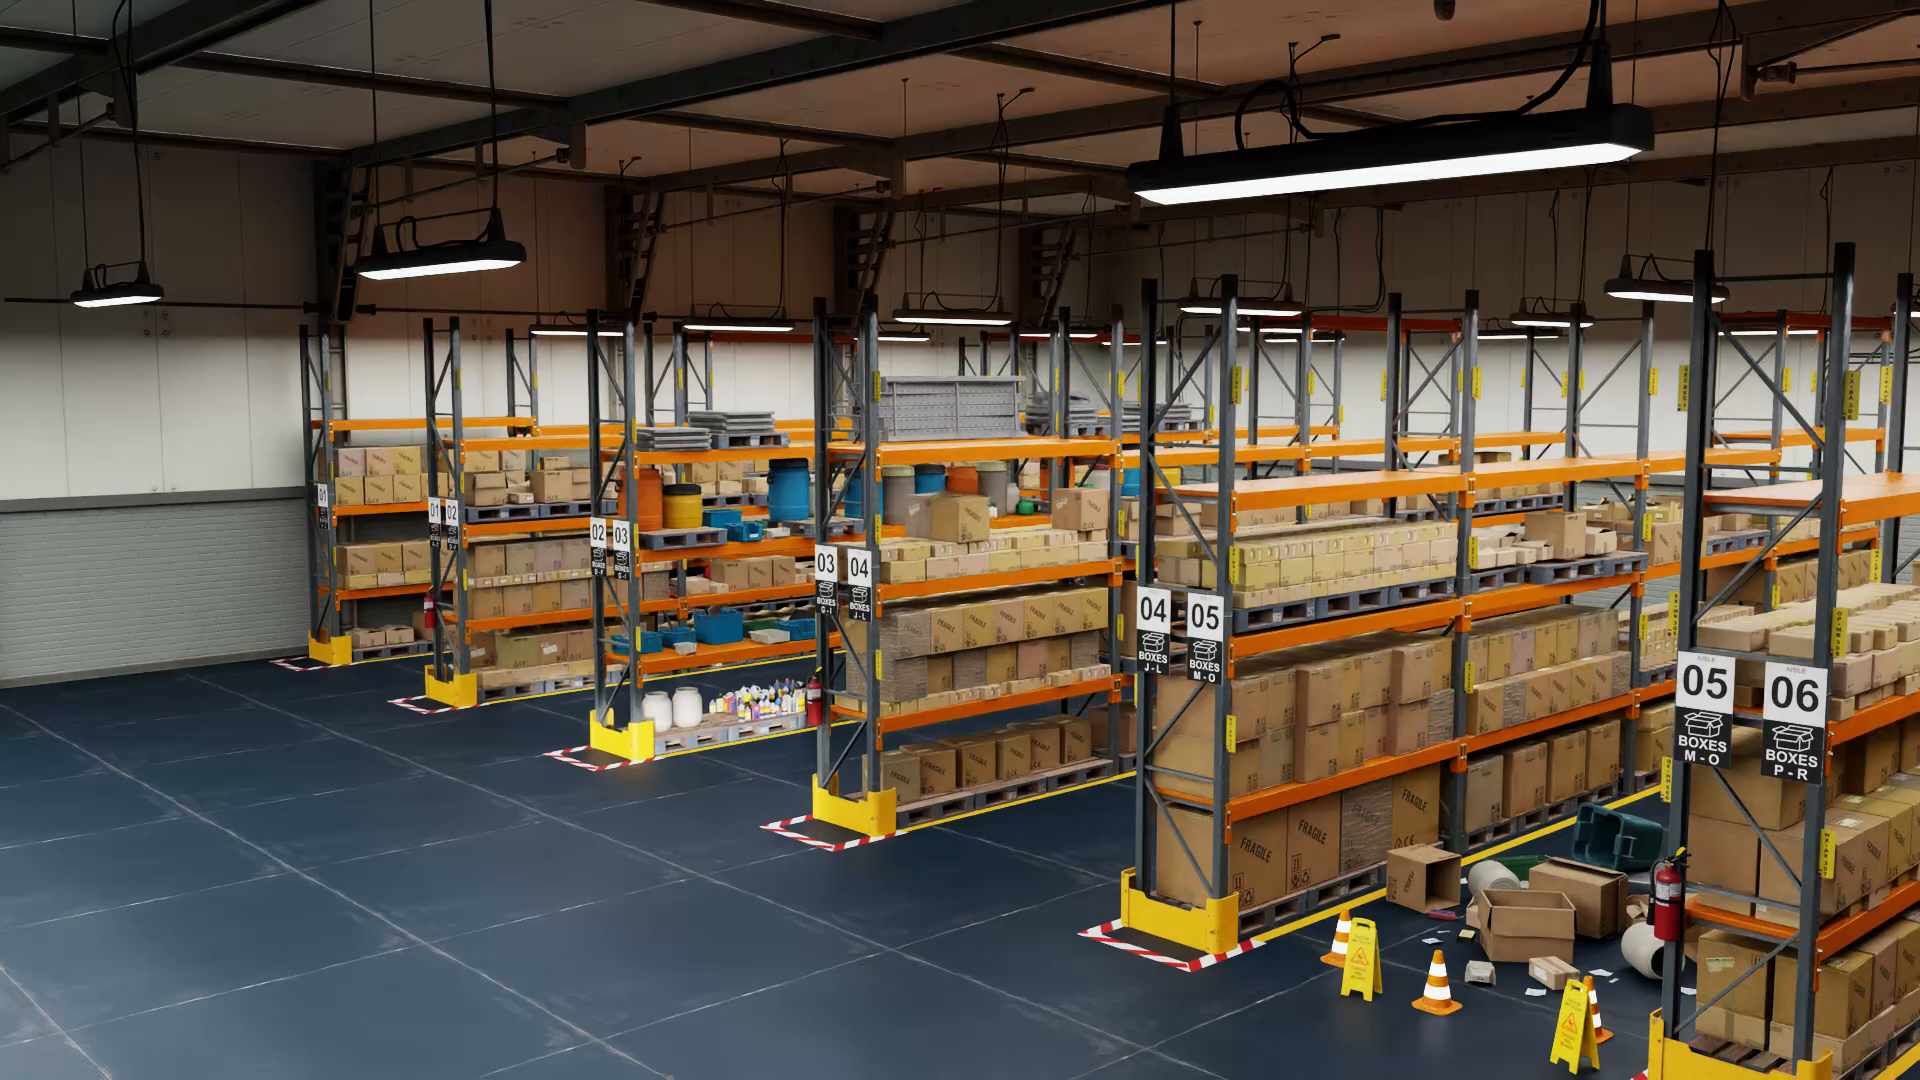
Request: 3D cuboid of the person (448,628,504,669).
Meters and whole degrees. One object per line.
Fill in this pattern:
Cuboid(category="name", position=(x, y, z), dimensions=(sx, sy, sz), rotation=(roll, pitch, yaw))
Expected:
Cuboid(category="person", position=(-8.242, 1.426, 28.623), dimensions=(1.217, 1.699, 0.576), rotation=(-4, 7, -33))

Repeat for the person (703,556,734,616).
Cuboid(category="person", position=(-4.768, 1.068, 32.112), dimensions=(1.085, 1.658, 0.492), rotation=(-4, 7, -34))
